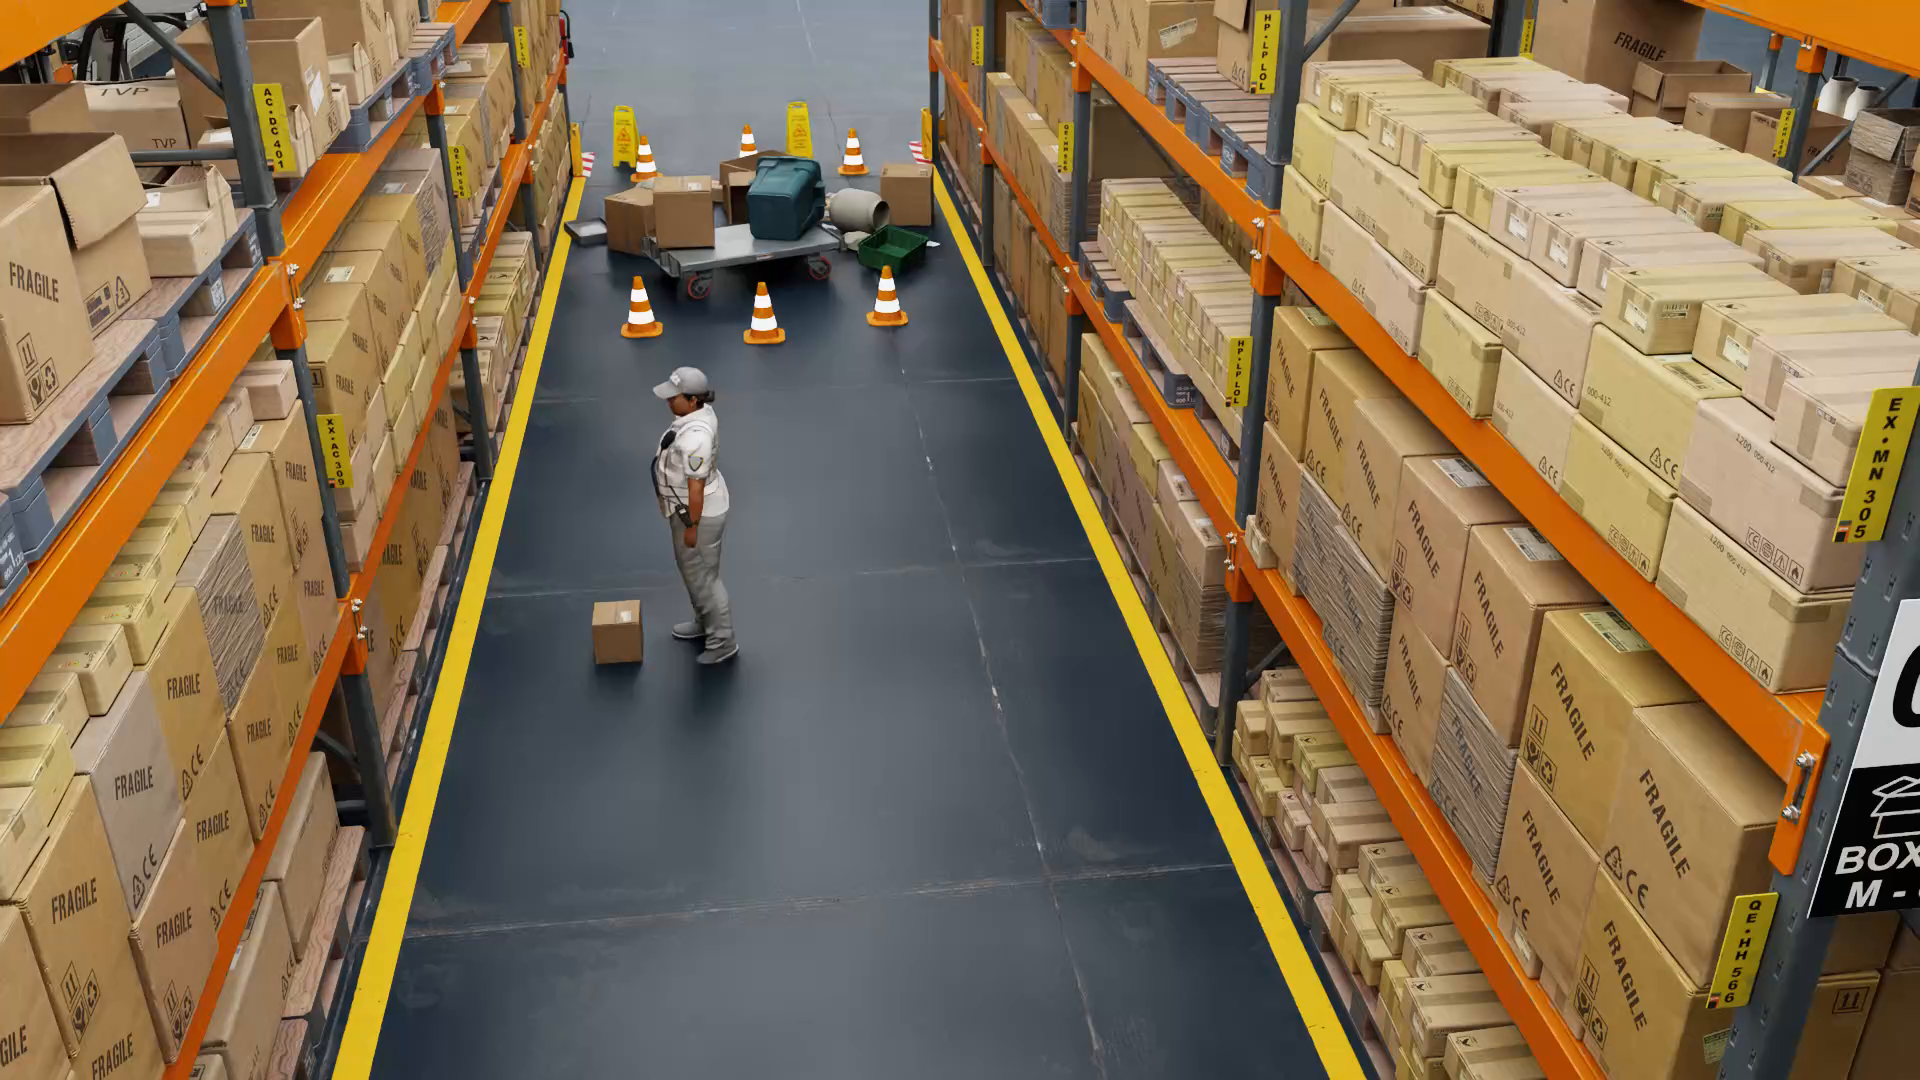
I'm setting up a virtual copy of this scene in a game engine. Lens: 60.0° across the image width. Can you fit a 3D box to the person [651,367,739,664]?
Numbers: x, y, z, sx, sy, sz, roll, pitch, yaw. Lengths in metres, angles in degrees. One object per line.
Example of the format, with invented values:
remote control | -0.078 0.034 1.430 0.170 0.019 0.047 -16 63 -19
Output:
person | -1.424 -0.117 8.906 0.387 1.715 0.469 -3 27 -6
